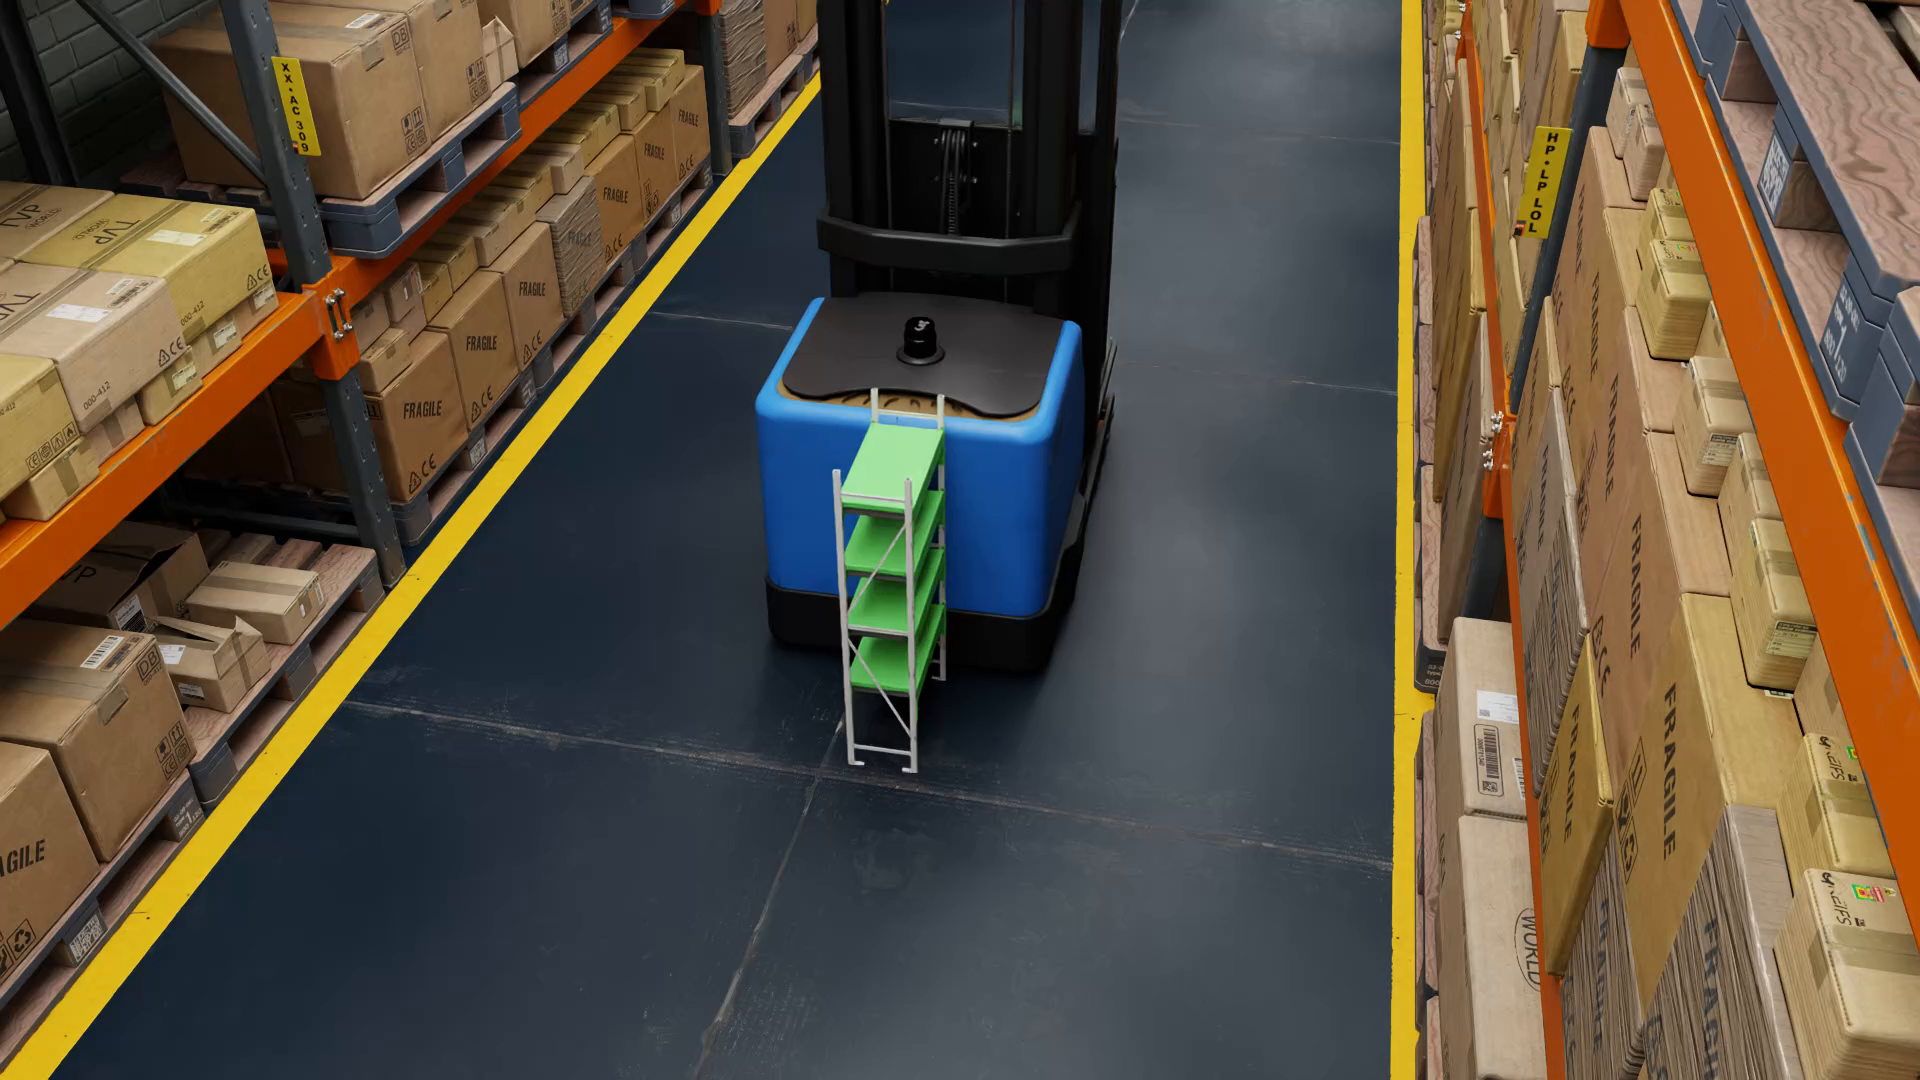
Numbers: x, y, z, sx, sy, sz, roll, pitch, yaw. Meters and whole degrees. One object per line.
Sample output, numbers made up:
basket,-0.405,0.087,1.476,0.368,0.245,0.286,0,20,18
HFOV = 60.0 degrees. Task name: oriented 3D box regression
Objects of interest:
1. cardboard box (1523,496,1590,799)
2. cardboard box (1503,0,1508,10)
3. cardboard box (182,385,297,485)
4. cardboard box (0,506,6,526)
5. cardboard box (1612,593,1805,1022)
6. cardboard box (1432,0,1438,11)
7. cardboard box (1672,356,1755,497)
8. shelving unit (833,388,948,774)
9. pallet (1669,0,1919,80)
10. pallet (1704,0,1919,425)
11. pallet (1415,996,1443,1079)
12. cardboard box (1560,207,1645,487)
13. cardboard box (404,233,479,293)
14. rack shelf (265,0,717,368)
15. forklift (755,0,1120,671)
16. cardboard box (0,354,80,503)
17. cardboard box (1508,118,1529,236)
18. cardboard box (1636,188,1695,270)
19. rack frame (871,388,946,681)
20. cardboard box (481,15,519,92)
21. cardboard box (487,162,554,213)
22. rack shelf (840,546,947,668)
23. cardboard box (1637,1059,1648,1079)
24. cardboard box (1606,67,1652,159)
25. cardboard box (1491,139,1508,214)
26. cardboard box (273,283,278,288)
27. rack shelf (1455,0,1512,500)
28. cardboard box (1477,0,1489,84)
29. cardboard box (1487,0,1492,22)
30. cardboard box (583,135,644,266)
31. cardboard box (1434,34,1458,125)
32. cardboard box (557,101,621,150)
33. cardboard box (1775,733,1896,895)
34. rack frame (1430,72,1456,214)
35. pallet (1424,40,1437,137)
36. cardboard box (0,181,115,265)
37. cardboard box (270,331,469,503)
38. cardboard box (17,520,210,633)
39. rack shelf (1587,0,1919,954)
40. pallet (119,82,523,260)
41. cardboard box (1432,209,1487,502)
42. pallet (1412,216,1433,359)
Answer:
cardboard box,1.583,0.271,3.735,0.500,0.500,0.500,8,37,10
cardboard box,2.451,-2.404,6.573,0.500,0.500,0.500,8,37,11
cardboard box,-2.871,-0.594,6.786,0.500,0.500,0.500,7,37,10
cardboard box,-2.848,-0.066,4.500,0.380,0.149,0.250,8,37,11
cardboard box,1.371,0.458,2.625,0.500,0.500,0.500,7,37,10
cardboard box,3.762,-3.889,11.441,0.950,0.372,0.625,8,37,11
cardboard box,1.498,-0.186,2.961,0.380,0.149,0.250,7,37,10
shelving unit,-0.216,0.151,5.519,0.258,1.200,0.503,7,36,9
pallet,1.978,-1.208,3.381,1.003,0.211,1.213,7,37,10
pallet,1.715,-0.511,2.419,1.003,0.211,1.213,7,37,10
pallet,1.666,1.759,4.143,1.003,0.211,1.213,7,37,10
cardboard box,1.711,-0.411,3.824,0.500,0.500,0.500,7,36,9
cardboard box,-2.278,-1.186,7.050,0.380,0.149,0.250,7,36,9
rack shelf,-2.260,-1.973,7.529,1.077,0.370,4.000,7,37,10
forklift,0.076,-1.577,6.428,1.130,2.935,3.031,7,36,9
cardboard box,-2.769,-0.281,4.456,0.500,0.250,0.500,7,37,10
cardboard box,2.119,-1.210,5.565,0.500,0.250,0.500,8,37,11
cardboard box,1.677,-0.621,3.561,0.380,0.149,0.250,7,37,10
rack frame,-0.169,0.011,5.713,0.240,1.200,0.015,7,36,9
cardboard box,-2.015,-1.981,6.685,0.396,0.266,0.258,9,37,12
cardboard box,-2.103,-1.625,7.656,0.380,0.149,0.250,7,37,10
rack shelf,-0.216,0.203,5.557,0.258,0.148,0.480,7,36,9
cardboard box,1.275,1.160,2.509,0.500,0.500,0.500,7,36,9
cardboard box,1.842,-1.057,4.162,0.380,0.149,0.250,7,36,9
cardboard box,2.249,-1.304,6.121,0.500,0.250,0.500,6,36,9
cardboard box,-2.839,-0.937,6.706,0.380,0.149,0.250,7,37,10
rack shelf,2.590,-1.353,6.673,1.077,0.370,4.000,7,37,10
cardboard box,2.575,-2.184,7.336,0.500,0.250,0.500,6,36,9
cardboard box,2.557,-2.377,7.175,0.500,0.250,0.500,8,37,11
cardboard box,-1.939,-1.713,8.330,0.500,0.500,0.500,9,37,12
cardboard box,3.298,-2.643,9.722,0.950,0.372,0.625,7,36,9
cardboard box,-1.919,-2.065,8.262,0.380,0.149,0.250,8,37,11
cardboard box,1.287,0.411,2.137,0.380,0.149,0.250,8,37,11
rack frame,3.017,-2.791,8.044,1.000,3.000,0.127,7,37,10
pallet,3.449,-2.807,10.443,1.003,0.211,1.213,7,37,10
cardboard box,-3.056,-0.927,5.347,0.500,0.250,0.500,7,37,9
cardboard box,-2.364,-0.524,6.690,0.500,0.500,0.500,9,37,12
cardboard box,-3.059,0.150,5.920,0.500,0.311,0.500,9,37,12
rack shelf,1.736,-0.274,2.629,1.077,0.370,4.000,7,37,10
pallet,-2.409,-1.484,6.405,1.003,0.211,1.213,7,37,10
cardboard box,2.403,-0.691,6.601,0.875,0.875,0.875,8,37,11
pallet,2.775,-1.219,8.252,1.003,0.211,1.213,7,37,10
